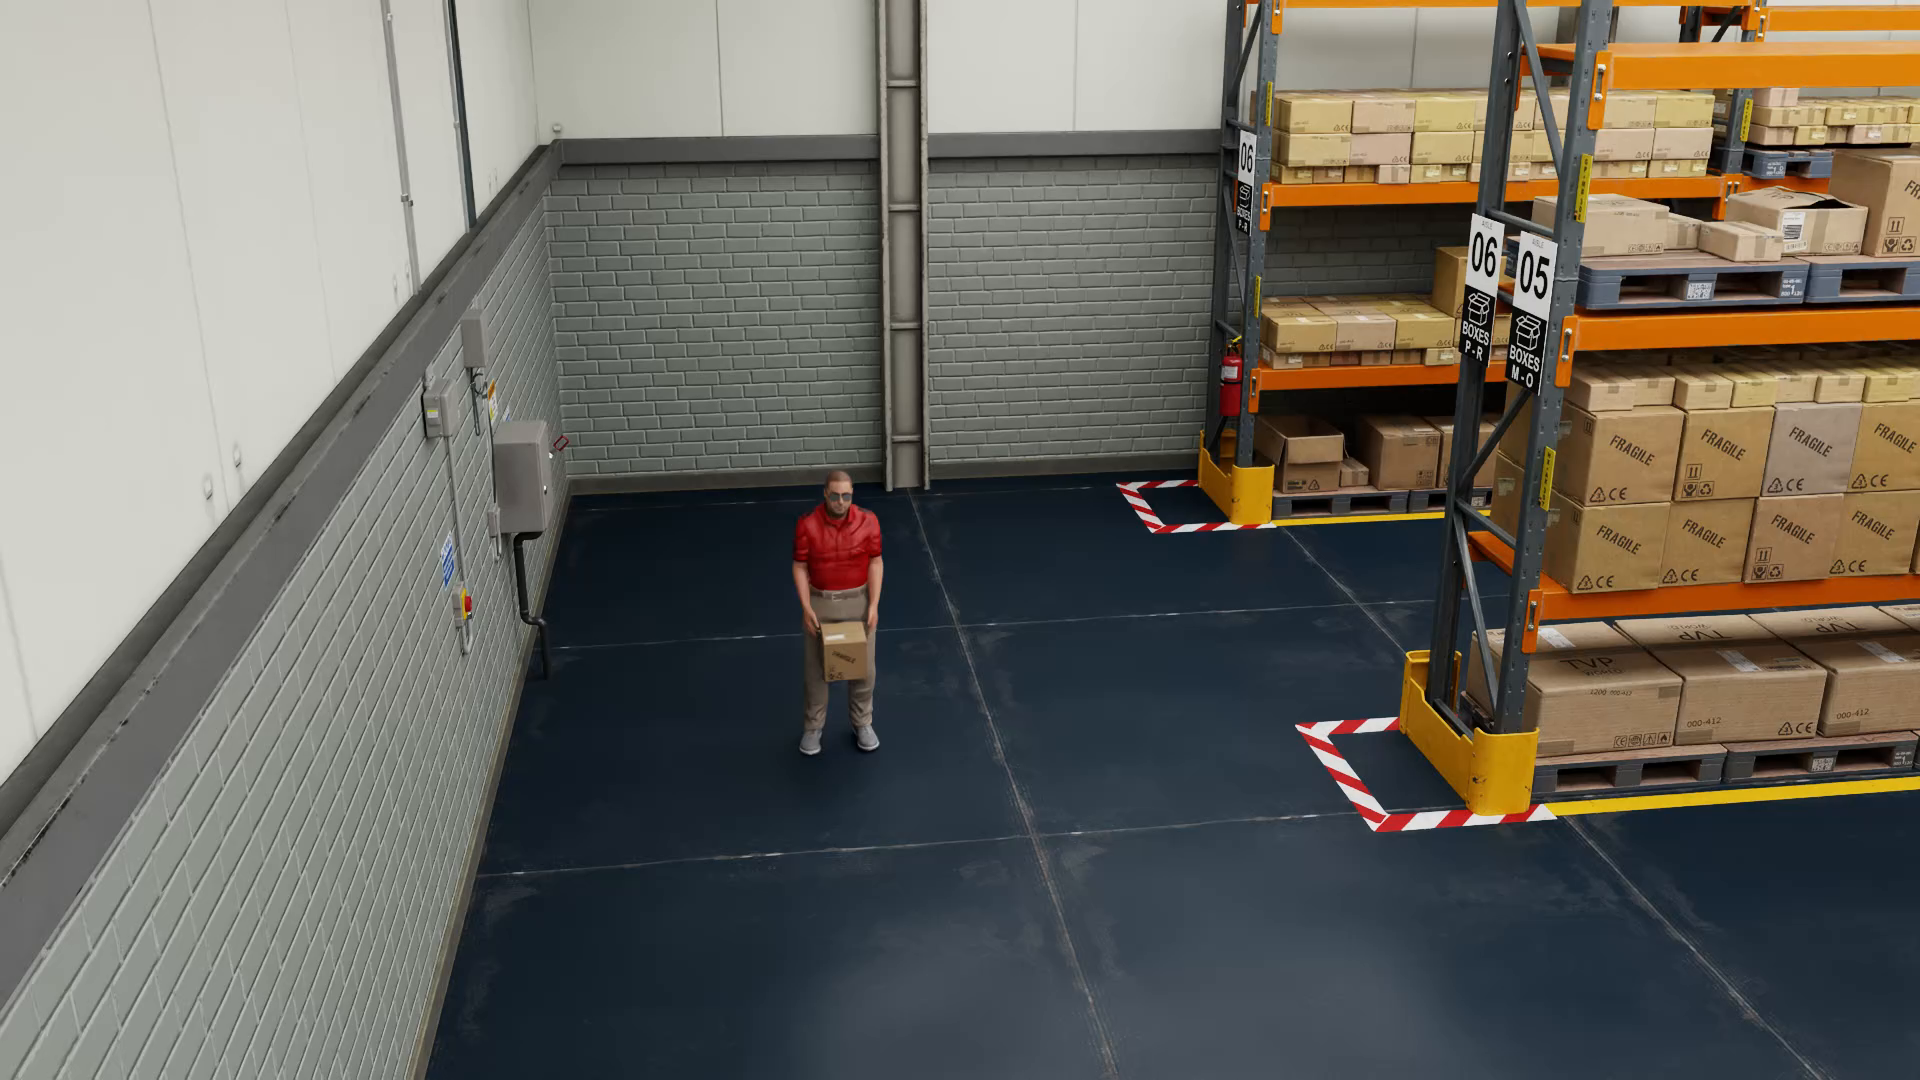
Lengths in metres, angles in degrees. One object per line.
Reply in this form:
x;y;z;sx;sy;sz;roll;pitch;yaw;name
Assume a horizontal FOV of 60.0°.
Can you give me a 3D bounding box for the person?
-0.720;0.418;9.927;0.547;1.733;0.405;-3;20;-9;person
